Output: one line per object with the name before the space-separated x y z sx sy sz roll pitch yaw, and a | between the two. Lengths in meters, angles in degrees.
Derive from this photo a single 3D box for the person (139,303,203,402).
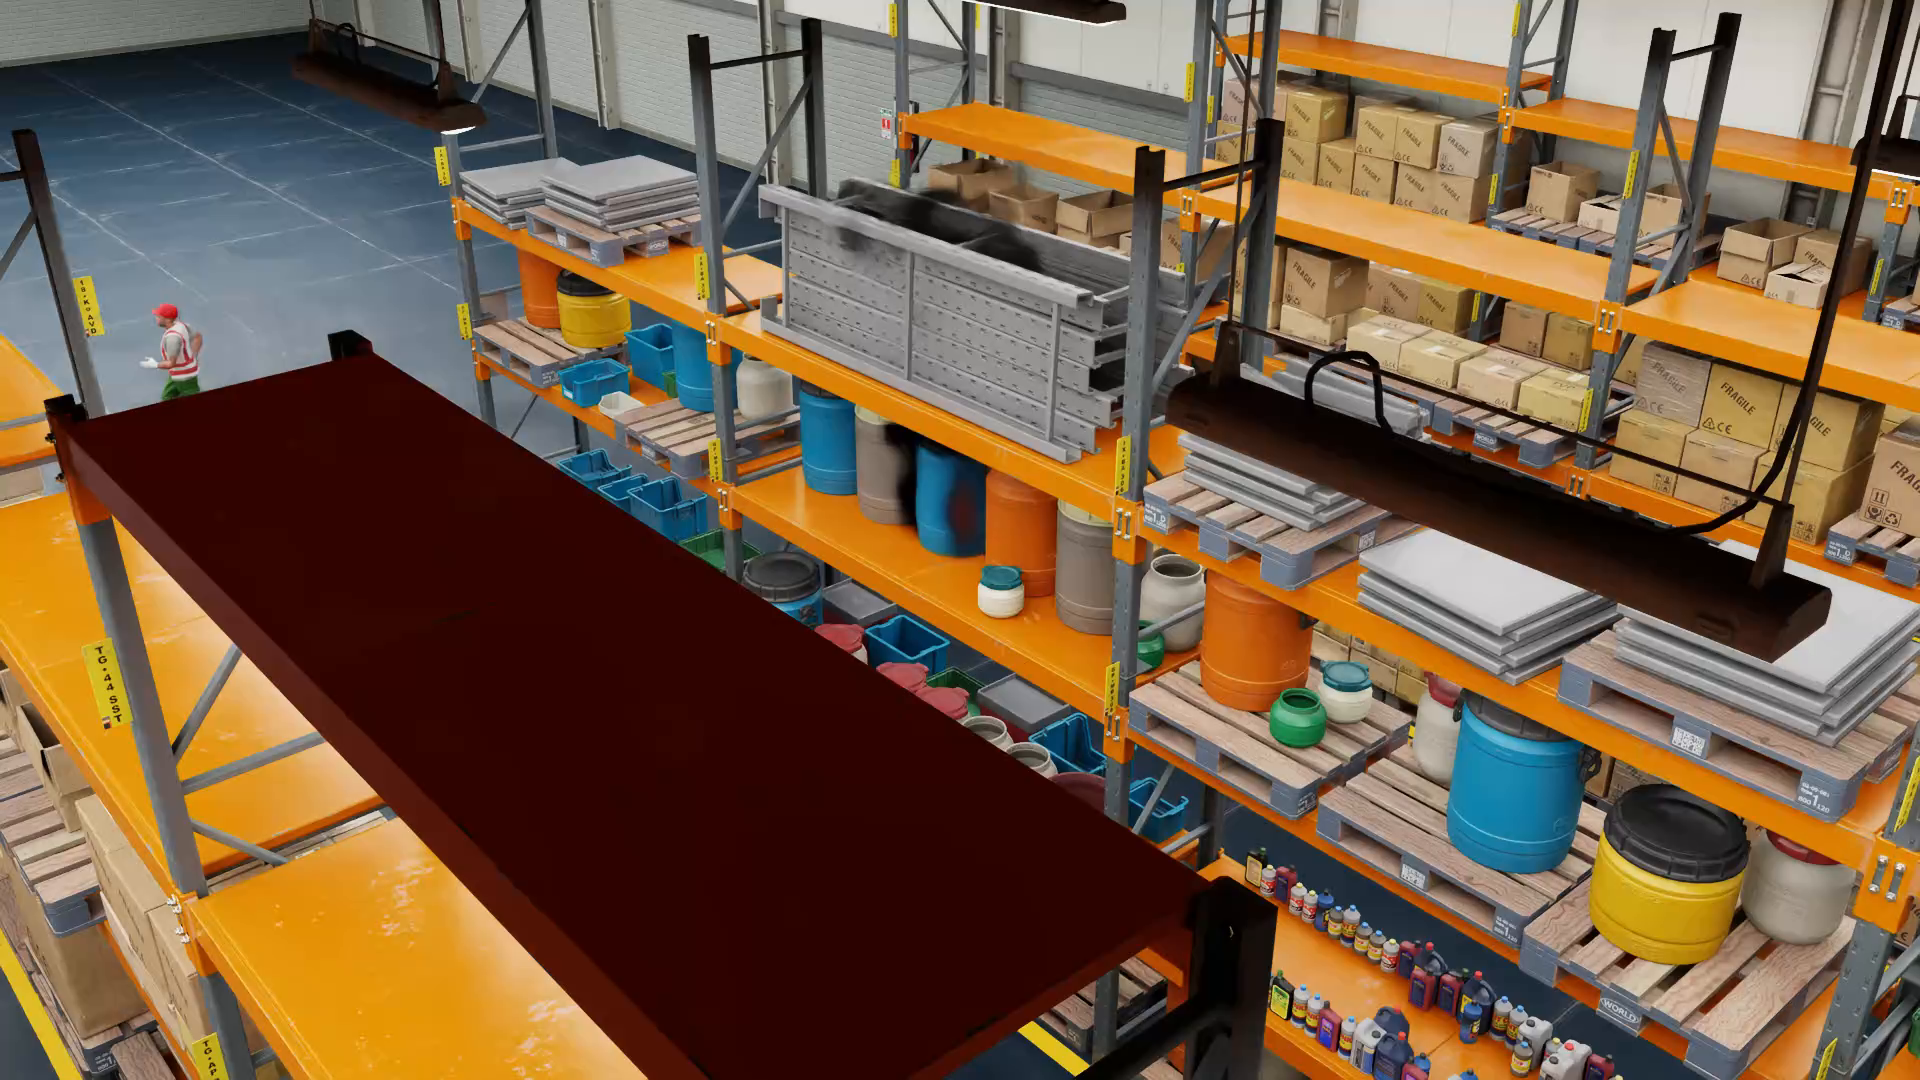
person | -9.080 -1.916 19.374 0.786 1.775 0.648 -10 29 -19
